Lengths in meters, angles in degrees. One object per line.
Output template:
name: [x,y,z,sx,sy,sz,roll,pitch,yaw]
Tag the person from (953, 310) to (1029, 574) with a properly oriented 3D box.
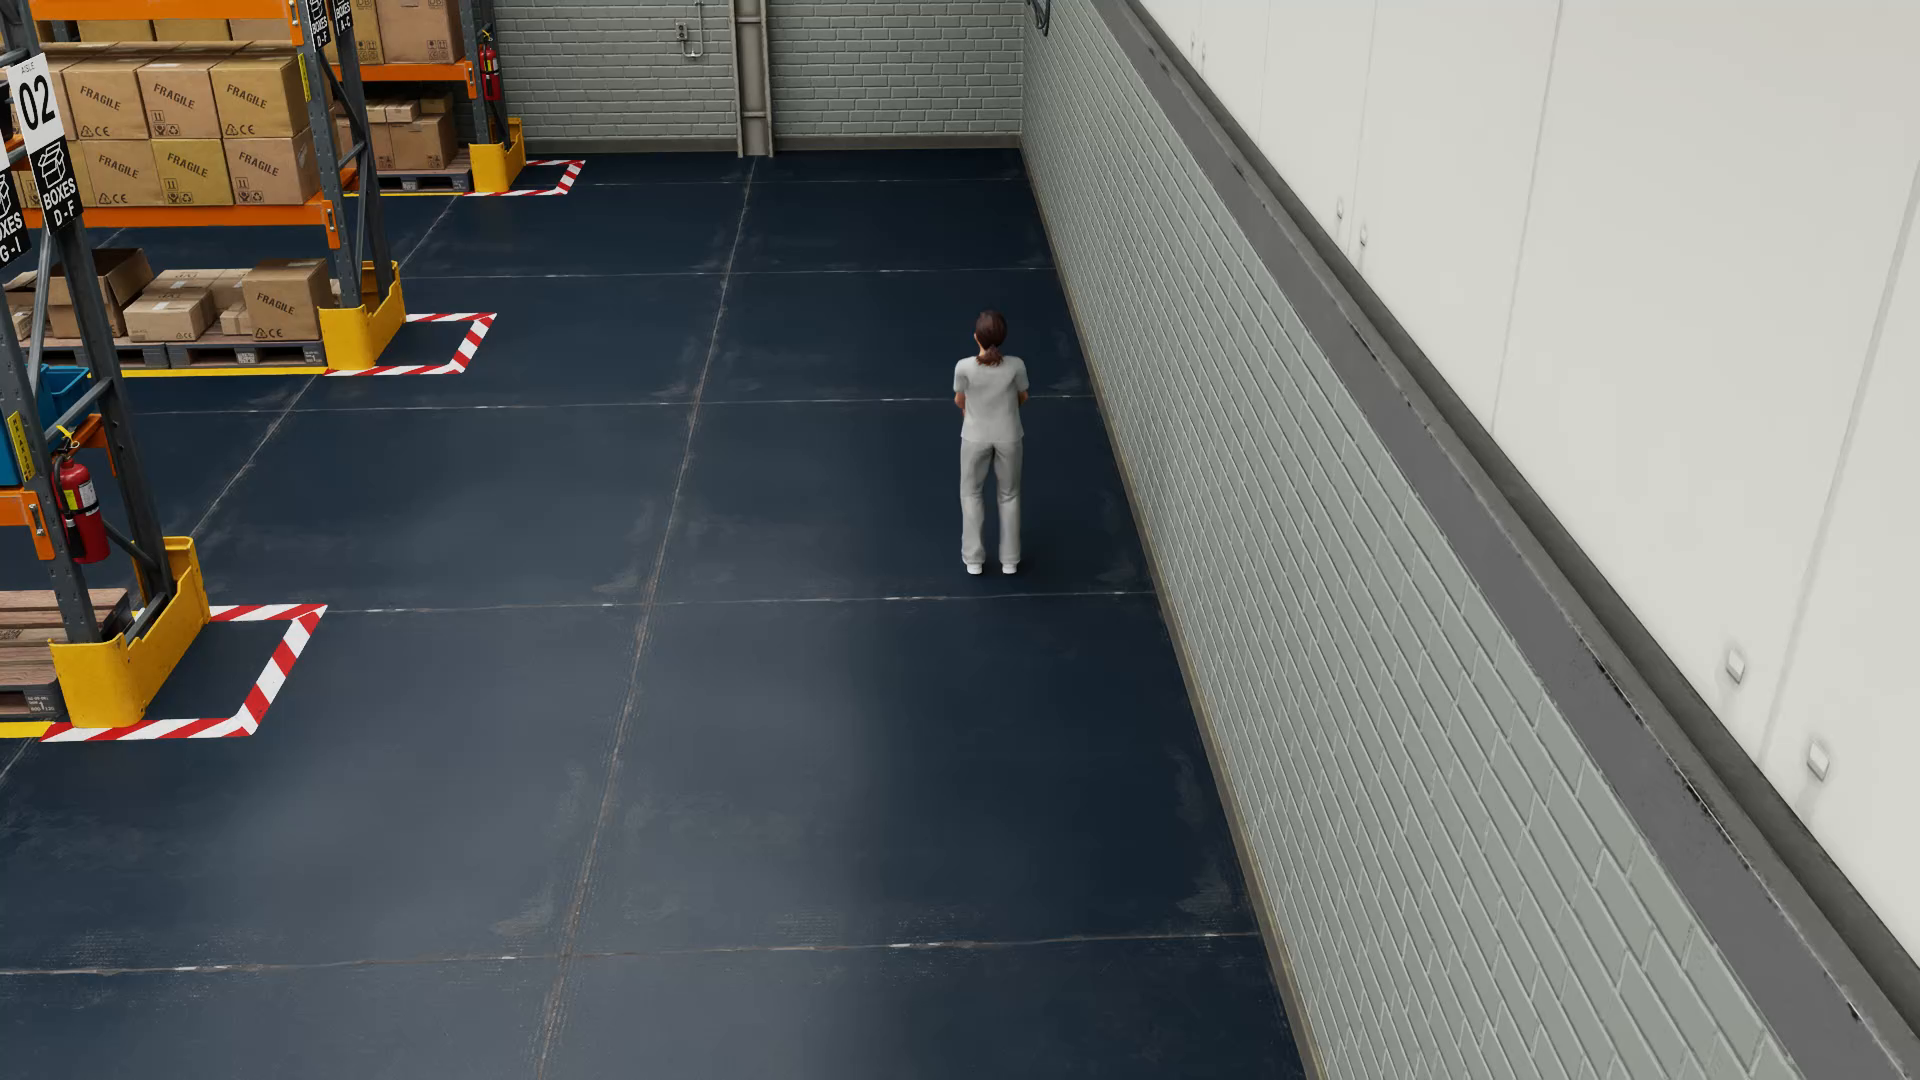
person: [0.177,-0.604,9.786,0.437,1.662,0.561,-1,28,-2]
